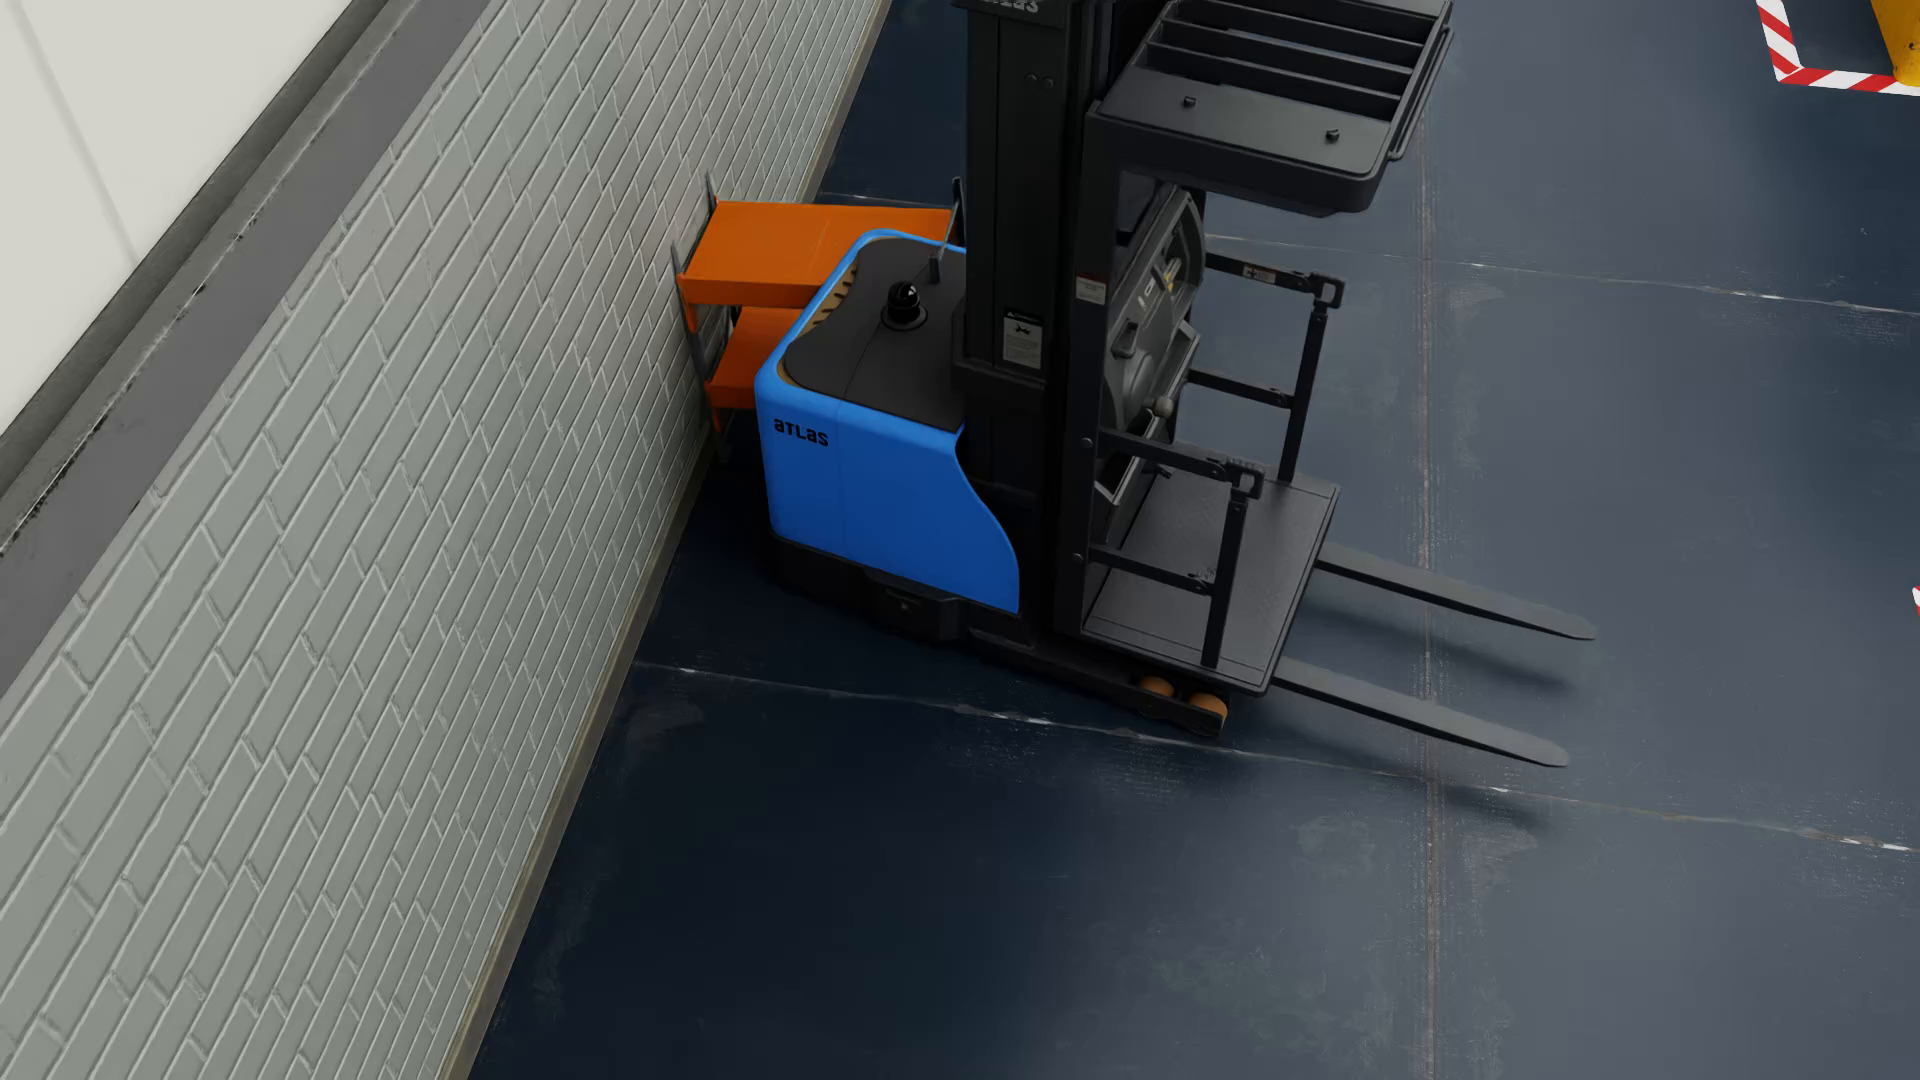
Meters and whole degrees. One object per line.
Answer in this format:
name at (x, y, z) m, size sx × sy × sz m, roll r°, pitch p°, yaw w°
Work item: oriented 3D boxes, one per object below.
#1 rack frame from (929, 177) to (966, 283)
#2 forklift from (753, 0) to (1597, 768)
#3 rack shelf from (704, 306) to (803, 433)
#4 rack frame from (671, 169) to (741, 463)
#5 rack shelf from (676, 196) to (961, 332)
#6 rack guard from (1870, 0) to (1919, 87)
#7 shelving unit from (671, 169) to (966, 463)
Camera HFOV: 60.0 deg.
rack frame at (-0.006, -0.816, 6.582) m, size 0.032 × 1.125 × 0.500 m, roll 4°, pitch 48°, yaw 11°
forklift at (0.826, -0.718, 5.397) m, size 3.031 × 2.935 × 1.130 m, roll 18°, pitch 50°, yaw 15°
rack shelf at (-0.483, -0.687, 6.853) m, size 1.000 × 0.278 × 0.538 m, roll 4°, pitch 48°, yaw 11°
rack frame at (-1.002, -0.892, 6.770) m, size 0.032 × 1.125 × 0.500 m, roll 4°, pitch 48°, yaw 11°
rack shelf at (-0.529, -1.054, 6.464) m, size 1.000 × 0.278 × 0.538 m, roll 4°, pitch 48°, yaw 11°
rack guard at (5.297, -3.012, 9.092) m, size 0.348 × 0.500 × 1.175 m, roll 8°, pitch 49°, yaw 7°
shelving unit at (-0.504, -0.854, 6.676) m, size 1.048 × 1.125 × 0.538 m, roll 4°, pitch 48°, yaw 11°
